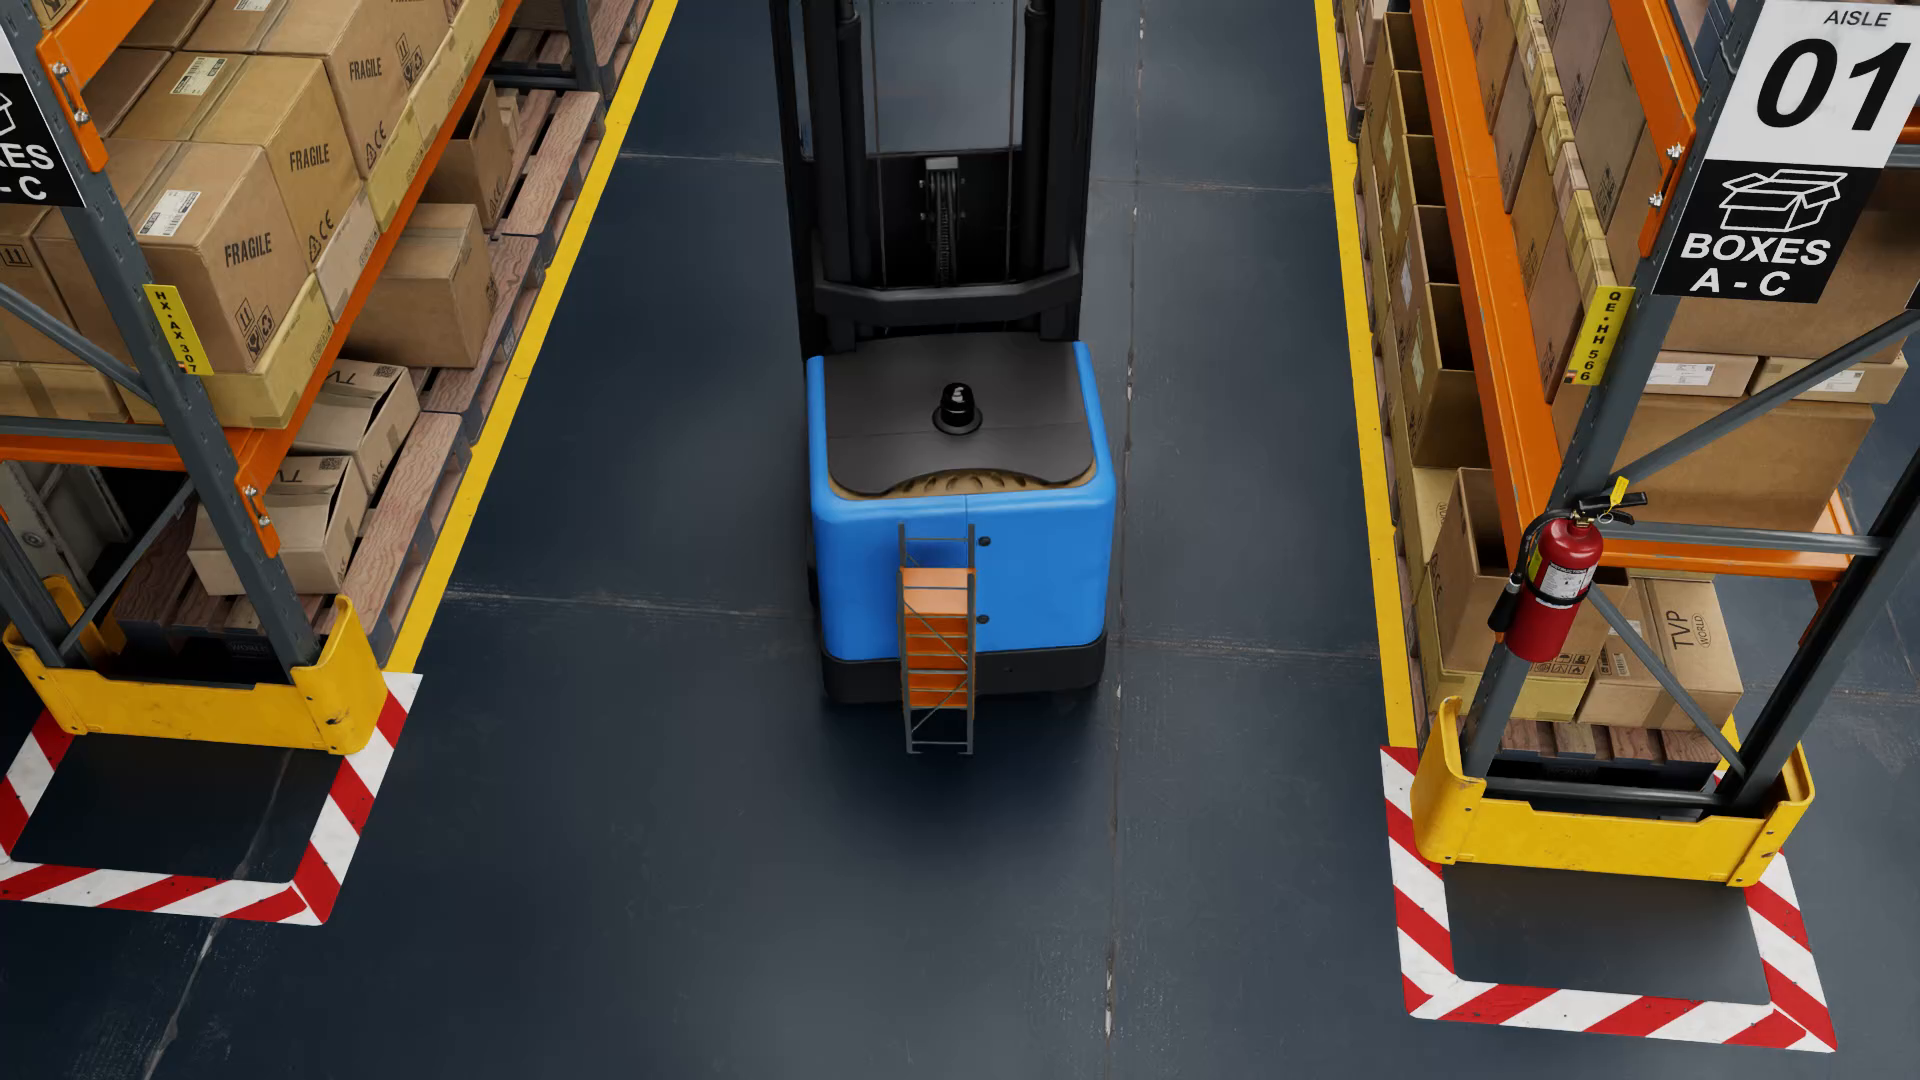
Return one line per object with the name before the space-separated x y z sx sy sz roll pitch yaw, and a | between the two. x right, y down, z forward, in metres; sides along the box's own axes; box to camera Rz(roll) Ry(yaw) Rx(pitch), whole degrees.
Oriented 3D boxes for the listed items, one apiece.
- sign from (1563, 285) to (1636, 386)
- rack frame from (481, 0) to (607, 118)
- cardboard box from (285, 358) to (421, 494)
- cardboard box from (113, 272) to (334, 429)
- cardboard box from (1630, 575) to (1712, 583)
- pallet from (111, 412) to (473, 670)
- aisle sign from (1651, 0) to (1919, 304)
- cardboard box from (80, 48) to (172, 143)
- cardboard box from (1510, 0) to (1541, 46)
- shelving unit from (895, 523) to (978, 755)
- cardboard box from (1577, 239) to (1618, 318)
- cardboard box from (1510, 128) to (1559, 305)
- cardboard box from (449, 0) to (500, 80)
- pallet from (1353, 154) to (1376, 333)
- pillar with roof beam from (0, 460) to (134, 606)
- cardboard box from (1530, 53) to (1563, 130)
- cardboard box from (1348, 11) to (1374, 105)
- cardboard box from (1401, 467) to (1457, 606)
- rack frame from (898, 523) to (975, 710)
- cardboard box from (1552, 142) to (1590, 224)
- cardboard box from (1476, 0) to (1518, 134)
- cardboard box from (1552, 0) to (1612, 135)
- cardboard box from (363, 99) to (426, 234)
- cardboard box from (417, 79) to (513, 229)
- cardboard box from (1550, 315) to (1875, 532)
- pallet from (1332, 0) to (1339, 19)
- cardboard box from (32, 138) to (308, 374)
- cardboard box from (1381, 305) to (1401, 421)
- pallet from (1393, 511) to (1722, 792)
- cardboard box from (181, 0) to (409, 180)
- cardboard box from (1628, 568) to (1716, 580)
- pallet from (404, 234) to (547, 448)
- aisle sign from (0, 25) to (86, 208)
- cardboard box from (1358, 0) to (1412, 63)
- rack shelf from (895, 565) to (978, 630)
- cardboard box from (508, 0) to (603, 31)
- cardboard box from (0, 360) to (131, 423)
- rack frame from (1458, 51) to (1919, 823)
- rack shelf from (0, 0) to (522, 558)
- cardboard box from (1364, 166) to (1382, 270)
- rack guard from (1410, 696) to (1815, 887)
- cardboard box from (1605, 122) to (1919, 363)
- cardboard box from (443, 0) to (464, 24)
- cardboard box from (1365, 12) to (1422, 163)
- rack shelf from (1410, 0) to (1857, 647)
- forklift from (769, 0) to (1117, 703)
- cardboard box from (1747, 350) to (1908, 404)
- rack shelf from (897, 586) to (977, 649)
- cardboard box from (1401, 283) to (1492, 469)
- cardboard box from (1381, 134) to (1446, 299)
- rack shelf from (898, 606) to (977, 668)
sign | 1.645 -0.522 4.276 0.100 0.325 0.005 4 48 4
rack frame | -2.385 -3.274 7.738 1.000 3.000 0.127 4 48 4
cardboard box | -2.545 -0.497 6.722 0.500 0.311 0.500 7 48 7
cardboard box | -2.389 -0.628 5.406 0.500 0.250 0.500 3 48 2
cardboard box | 2.496 0.035 6.290 0.500 0.250 0.500 4 48 4
pallet | -2.633 -0.044 6.674 1.003 0.211 1.213 4 48 4
aisle sign | 1.886 -0.854 3.762 0.394 0.787 0.004 4 48 4
cardboard box | -2.862 -1.274 5.488 0.500 0.500 0.500 4 48 4
cardboard box | 2.194 -1.874 5.950 0.380 0.149 0.250 4 48 3
shelving unit | -0.073 0.364 5.619 0.258 1.200 0.189 1 56 1
cardboard box | 2.052 -0.743 4.916 0.380 0.149 0.250 5 48 5
cardboard box | 2.333 -1.131 5.710 0.700 0.500 0.500 4 48 4
cardboard box | -2.210 -2.126 6.776 0.500 0.250 0.500 4 48 3
pallet | 2.434 -1.421 7.933 1.003 0.211 1.213 4 48 4
pillar with roof beam | 0.740 -2.643 3.095 9.100 9.000 0.400 4 48 4
cardboard box | 2.146 -1.503 5.610 0.380 0.149 0.250 5 48 5
cardboard box | 2.298 -2.482 8.592 0.500 0.250 0.500 3 48 3
cardboard box | 1.972 -0.001 6.323 0.500 0.250 0.500 4 48 4
rack frame | -0.071 0.289 5.671 0.240 1.200 0.006 1 56 1
cardboard box | 2.100 -1.116 5.257 0.380 0.149 0.250 4 48 4
cardboard box | 2.423 -1.895 6.408 0.700 0.500 0.500 5 48 4
cardboard box | 2.332 -1.615 5.273 0.700 0.500 0.500 4 48 4
cardboard box | -2.303 -1.385 6.098 0.500 0.250 0.500 3 48 3
cardboard box | -2.440 -1.814 7.798 0.500 0.500 0.500 1 48 1
cardboard box | 2.239 -0.381 5.024 0.700 0.500 0.500 4 48 4
pallet | 2.685 -3.446 9.785 1.003 0.211 1.213 4 48 4
cardboard box | -2.407 -0.875 5.123 0.500 0.500 0.500 4 48 4
cardboard box | 2.063 -0.735 6.995 0.500 0.250 0.500 4 48 4
pallet | 2.212 0.372 6.293 1.003 0.211 1.213 4 48 4
cardboard box | -2.298 -1.617 5.802 0.500 0.500 0.500 2 48 2
cardboard box | 2.498 -0.218 6.013 0.500 0.500 0.500 4 48 4
pallet | -2.519 -0.938 7.491 1.003 0.211 1.213 4 48 4
aisle sign | -2.457 -1.139 4.024 0.394 0.787 0.004 4 48 4
cardboard box | 2.300 -2.664 8.378 0.500 0.311 0.500 4 48 4
rack shelf | -0.074 0.186 5.359 0.258 0.103 0.180 1 56 1
cardboard box | -2.334 -3.121 8.994 0.700 0.500 0.500 5 48 5
cardboard box | -2.900 -0.648 5.424 0.500 0.250 0.500 4 48 4
rack frame | 2.184 -0.005 4.747 1.000 3.000 0.127 4 48 4
rack shelf | -2.567 -1.562 6.659 1.077 0.370 4.000 4 48 4
cardboard box | 2.154 -1.470 7.667 0.500 0.250 0.500 4 48 4
rack guard | 2.182 0.857 5.654 1.175 0.500 0.348 4 48 4
cardboard box | 2.244 -0.857 4.580 0.700 0.500 0.500 4 48 4
cardboard box | -2.216 -2.379 6.499 0.500 0.500 0.500 3 48 2
cardboard box | 2.194 -2.091 7.726 0.500 0.500 0.500 4 48 4
rack shelf | 2.366 -1.232 6.357 1.077 0.370 4.000 4 48 4
forklift | -0.102 -1.478 6.141 1.130 2.935 3.031 -4 48 -3
cardboard box | 2.434 -0.531 4.722 0.380 0.149 0.250 4 48 3
rack shelf | -0.074 0.254 5.458 0.258 0.103 0.180 1 56 1
cardboard box | 2.013 -0.621 6.382 0.500 0.500 0.500 4 48 4
cardboard box | 2.103 -1.356 7.054 0.500 0.500 0.500 4 48 4
rack shelf | -0.073 0.322 5.557 0.258 0.103 0.180 1 56 1
